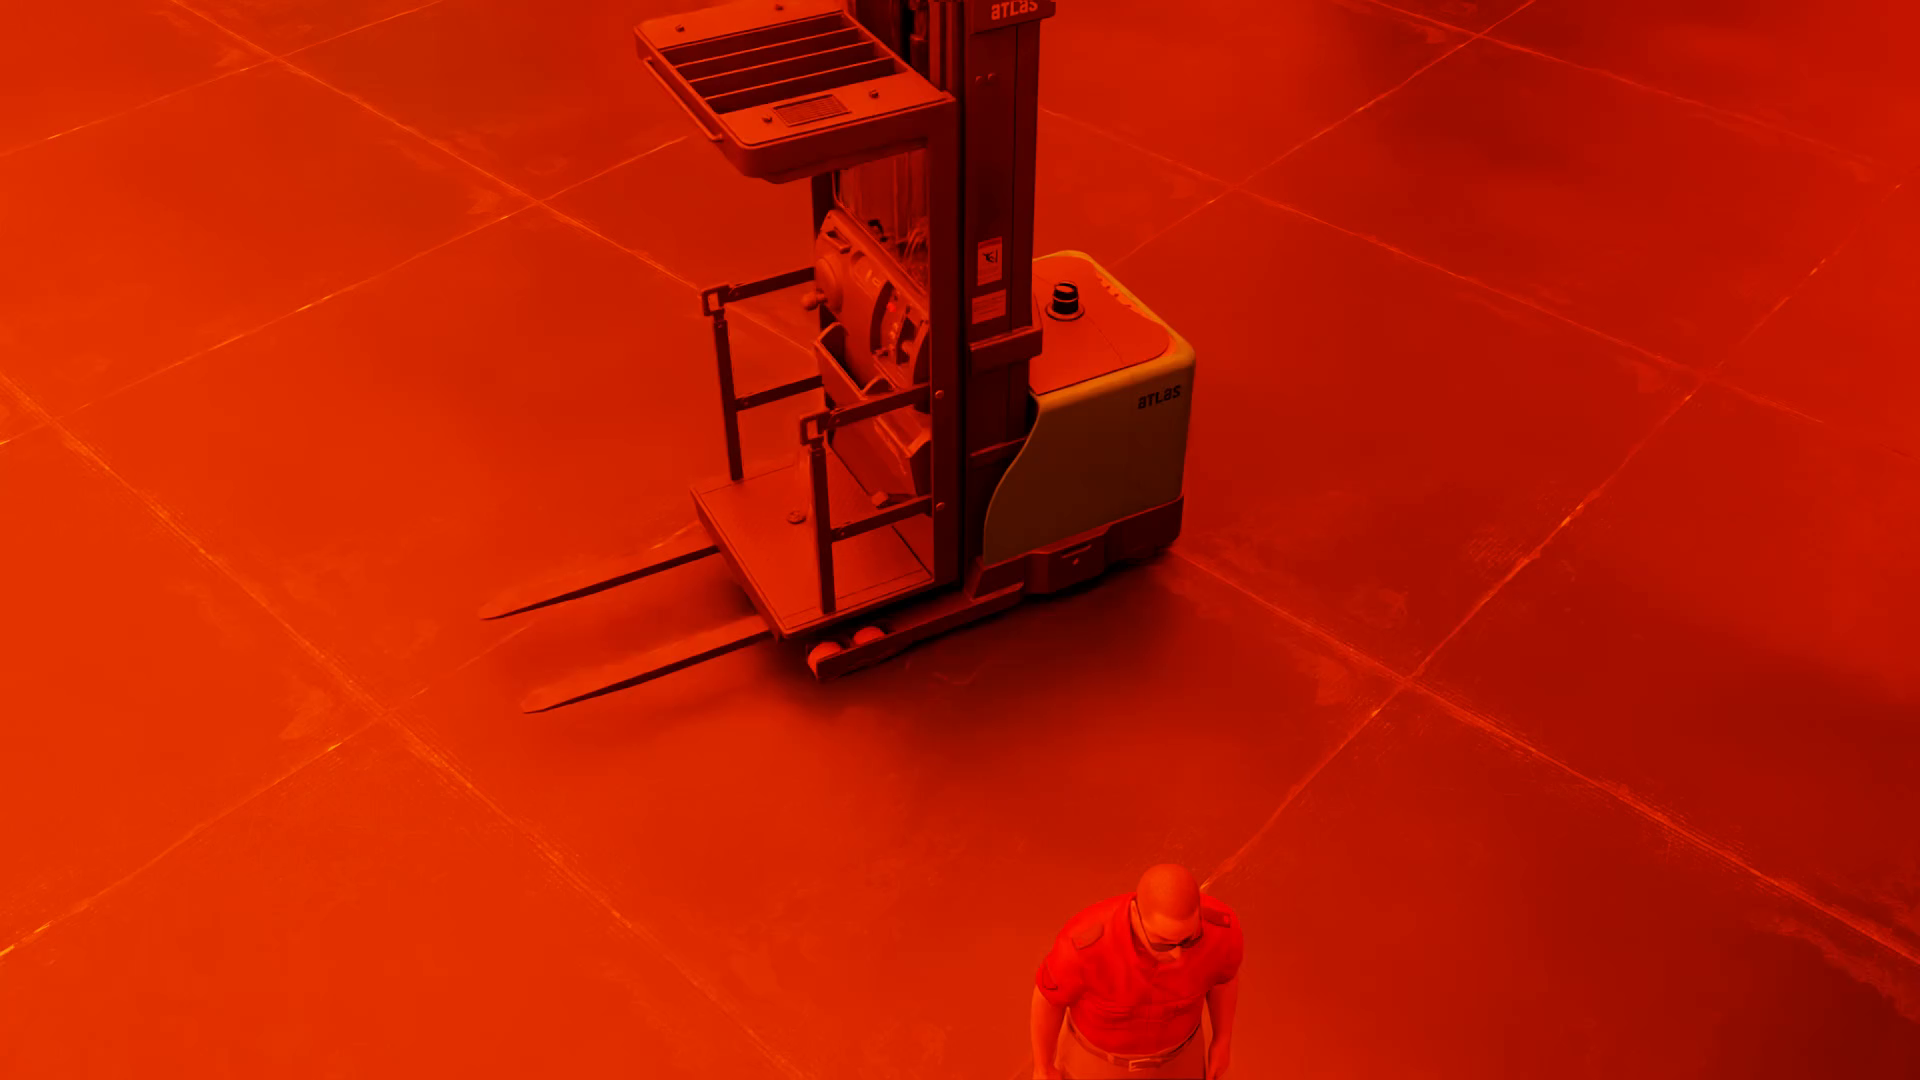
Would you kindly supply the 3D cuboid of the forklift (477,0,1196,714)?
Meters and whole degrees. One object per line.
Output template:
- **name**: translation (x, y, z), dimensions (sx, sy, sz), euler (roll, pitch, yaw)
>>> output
- **forklift**: translation (-0.537, -0.917, 6.497), dimensions (3.031, 2.935, 1.130), euler (-19, 44, -21)

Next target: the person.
- **person**: translation (0.488, 1.450, 4.664), dimensions (0.585, 1.726, 0.393), euler (-6, 41, -7)
